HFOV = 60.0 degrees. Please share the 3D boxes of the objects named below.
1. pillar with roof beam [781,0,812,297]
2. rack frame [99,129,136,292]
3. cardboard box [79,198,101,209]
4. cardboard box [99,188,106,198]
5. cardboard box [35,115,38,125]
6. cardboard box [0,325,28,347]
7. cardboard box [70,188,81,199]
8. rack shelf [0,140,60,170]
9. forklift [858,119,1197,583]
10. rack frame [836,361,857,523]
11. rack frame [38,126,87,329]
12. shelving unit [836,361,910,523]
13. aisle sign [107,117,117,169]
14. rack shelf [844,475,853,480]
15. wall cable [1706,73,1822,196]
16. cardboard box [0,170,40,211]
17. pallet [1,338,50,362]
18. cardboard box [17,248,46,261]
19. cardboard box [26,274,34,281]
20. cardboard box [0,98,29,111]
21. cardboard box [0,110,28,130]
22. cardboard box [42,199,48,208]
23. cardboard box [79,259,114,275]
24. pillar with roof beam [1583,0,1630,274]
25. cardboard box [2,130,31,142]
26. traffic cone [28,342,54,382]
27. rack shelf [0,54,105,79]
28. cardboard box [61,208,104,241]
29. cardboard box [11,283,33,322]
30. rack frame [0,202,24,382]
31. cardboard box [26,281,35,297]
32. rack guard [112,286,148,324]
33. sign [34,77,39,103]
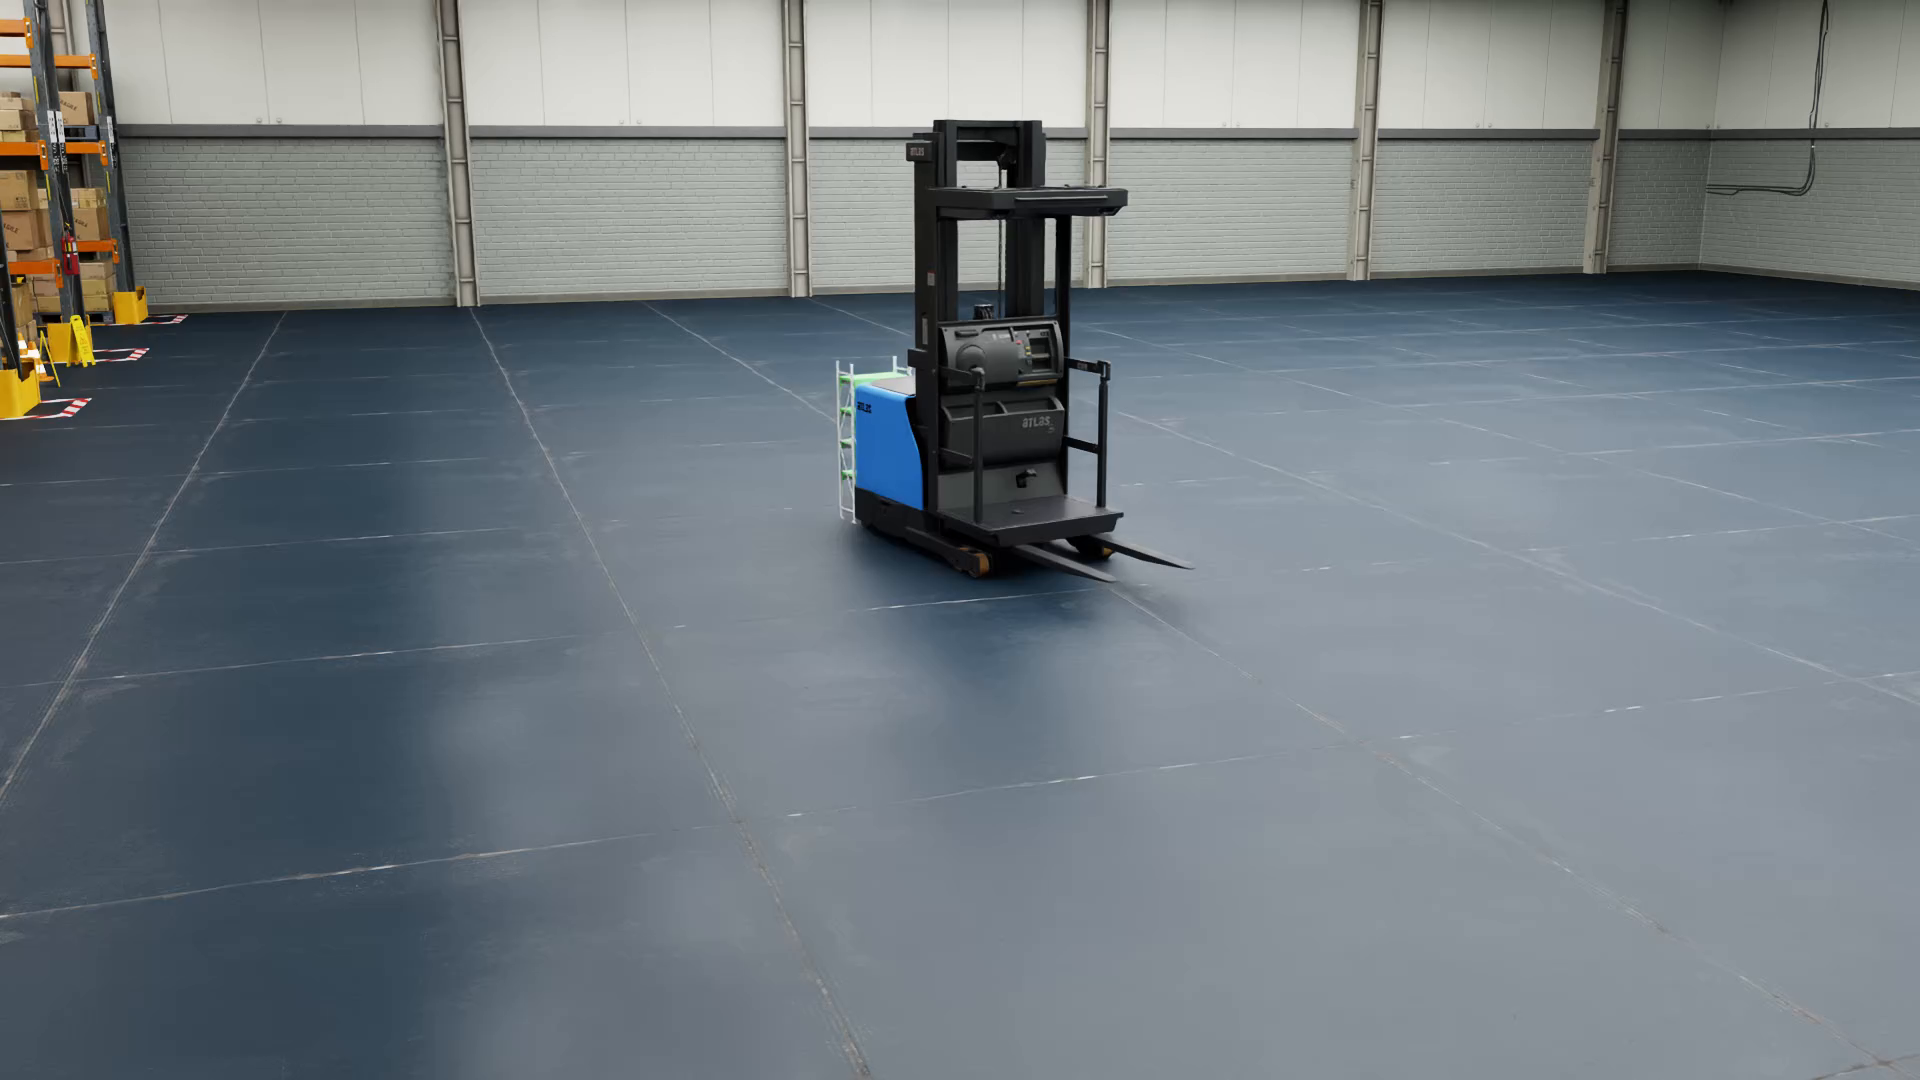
[{"bbox_3d":[-1.633,-8.022,26.261,0.400,9.000,9.100,-4,14,-18],"label":"pillar with roof beam"},{"bbox_3d":[-13.432,-5.016,26.586,0.127,3.000,1.000,-4,14,-18],"label":"rack frame"},{"bbox_3d":[-13.672,-5.293,26.134,0.250,0.149,0.380,-4,14,-17],"label":"cardboard box"},{"bbox_3d":[-13.819,-5.547,26.558,0.250,0.149,0.380,-5,14,-19],"label":"cardboard box"},{"bbox_3d":[-14.121,-6.478,25.671,0.250,0.149,0.380,-5,14,-20],"label":"cardboard box"},{"bbox_3d":[-12.549,-2.674,21.774,0.500,0.250,0.500,-5,14,-18],"label":"cardboard box"},{"bbox_3d":[-13.929,-5.427,26.055,0.250,0.149,0.380,-4,14,-18],"label":"cardboard box"},{"bbox_3d":[-13.741,-4.889,21.126,4.000,0.370,1.077,-4,14,-18],"label":"rack shelf"},{"bbox_3d":[0.402,-1.298,11.106,1.121,2.935,3.031,-8,16,-30],"label":"forklift"},{"bbox_3d":[-0.851,-0.734,12.465,0.015,1.200,0.240,-8,15,-31],"label":"rack frame"},{"bbox_3d":[-11.846,-3.928,22.011,0.127,3.000,1.000,-4,14,-18],"label":"rack frame"},{"bbox_3d":[-0.648,-0.763,12.587,0.492,1.200,0.258,-8,15,-31],"label":"shelving unit"},{"bbox_3d":[-13.276,-6.221,26.035,0.004,0.787,0.394,-4,14,-18],"label":"aisle sign"},{"bbox_3d":[-0.641,-0.495,12.650,0.442,0.029,0.199,-8,15,-31],"label":"rack shelf"},{"bbox_3d":[17.267,-8.712,35.870,0.112,2.526,3.097,-4,14,-18],"label":"wall cable"},{"bbox_3d":[-12.260,-4.522,21.489,0.500,0.500,0.700,-5,14,-19],"label":"cardboard box"},{"bbox_3d":[-12.699,-2.513,22.090,1.213,0.211,1.003,-4,14,-18],"label":"pallet"},{"bbox_3d":[-12.132,-3.731,21.727,0.250,0.149,0.380,-4,14,-16],"label":"cardboard box"},{"bbox_3d":[-14.727,-4.188,25.980,0.500,0.250,0.500,-4,14,-17],"label":"cardboard box"},{"bbox_3d":[-12.072,-5.563,21.223,0.250,0.149,0.380,-4,14,-18],"label":"cardboard box"},{"bbox_3d":[-12.245,-5.362,21.239,0.500,0.250,0.500,-5,14,-19],"label":"cardboard box"},{"bbox_3d":[-14.170,-5.262,26.003,0.250,0.149,0.380,-4,14,-17],"label":"cardboard box"},{"bbox_3d":[-13.948,-4.375,26.766,0.500,0.250,0.500,-5,14,-19],"label":"cardboard box"},{"bbox_3d":[15.427,-9.351,31.846,0.400,9.000,9.100,-4,14,-18],"label":"pillar with roof beam"},{"bbox_3d":[-12.095,-5.177,21.324,0.250,0.149,0.380,-4,14,-18],"label":"cardboard box"},{"bbox_3d":[-11.166,-2.160,20.064,0.334,0.463,0.336,-4,14,-18],"label":"traffic cone"},{"bbox_3d":[-15.328,-7.242,25.401,4.000,0.370,1.077,-4,14,-18],"label":"rack shelf"},{"bbox_3d":[-13.815,-4.971,26.180,0.500,0.500,0.500,-5,14,-19],"label":"cardboard box"},{"bbox_3d":[-12.721,-3.158,22.190,0.500,0.500,0.500,-5,14,-20],"label":"cardboard box"},{"bbox_3d":[-10.171,-2.849,17.478,0.127,3.000,1.000,-4,14,-18],"label":"rack frame"},{"bbox_3d":[-14.755,-3.944,26.034,0.500,0.250,0.500,-5,14,-19],"label":"cardboard box"},{"bbox_3d":[-13.410,-3.802,26.883,0.348,0.500,1.175,-4,14,-18],"label":"rack guard"},{"bbox_3d":[-11.688,-5.694,21.043,0.005,0.325,0.100,-4,14,-18],"label":"sign"}]
